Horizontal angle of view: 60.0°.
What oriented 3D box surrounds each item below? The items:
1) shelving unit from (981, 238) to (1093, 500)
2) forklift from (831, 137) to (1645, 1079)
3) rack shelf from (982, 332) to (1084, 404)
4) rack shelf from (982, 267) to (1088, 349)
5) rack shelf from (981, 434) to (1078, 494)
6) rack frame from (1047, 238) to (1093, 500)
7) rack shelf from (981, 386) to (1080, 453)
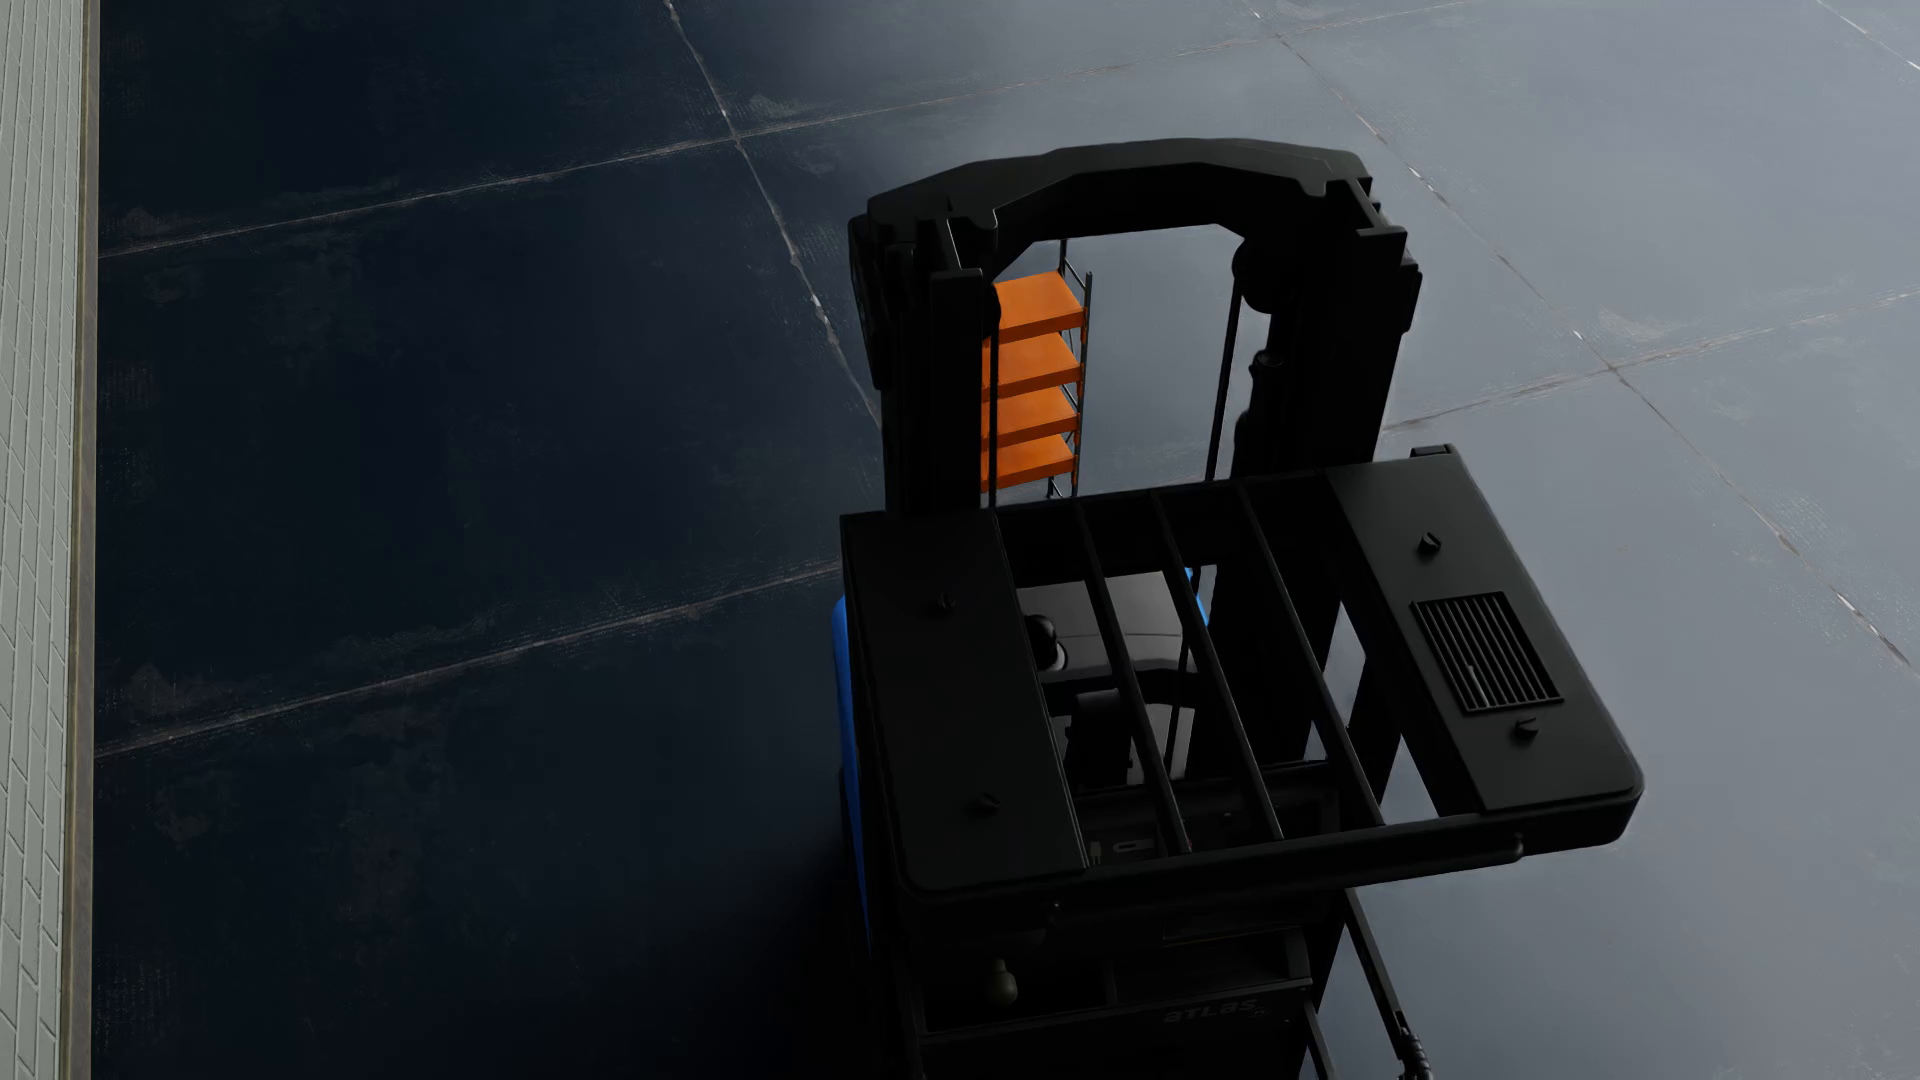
[{"bbox_3d":[0.156,-0.463,5.865,0.503,1.200,0.258,-14,47,-14],"label":"shelving unit"},{"bbox_3d":[0.383,0.833,3.351,1.130,2.935,3.031,-7,46,-7],"label":"forklift"},{"bbox_3d":[0.156,-0.574,5.754,0.480,0.148,0.258,-14,47,-14],"label":"rack shelf"},{"bbox_3d":[0.156,-0.741,5.586,0.480,0.148,0.258,-14,47,-14],"label":"rack shelf"},{"bbox_3d":[0.156,-0.276,6.053,0.480,0.148,0.258,-14,47,-14],"label":"rack shelf"},{"bbox_3d":[0.385,-0.522,5.923,0.015,1.200,0.240,-14,47,-14],"label":"rack frame"},{"bbox_3d":[0.156,-0.416,5.912,0.480,0.148,0.258,-14,47,-14],"label":"rack shelf"}]
